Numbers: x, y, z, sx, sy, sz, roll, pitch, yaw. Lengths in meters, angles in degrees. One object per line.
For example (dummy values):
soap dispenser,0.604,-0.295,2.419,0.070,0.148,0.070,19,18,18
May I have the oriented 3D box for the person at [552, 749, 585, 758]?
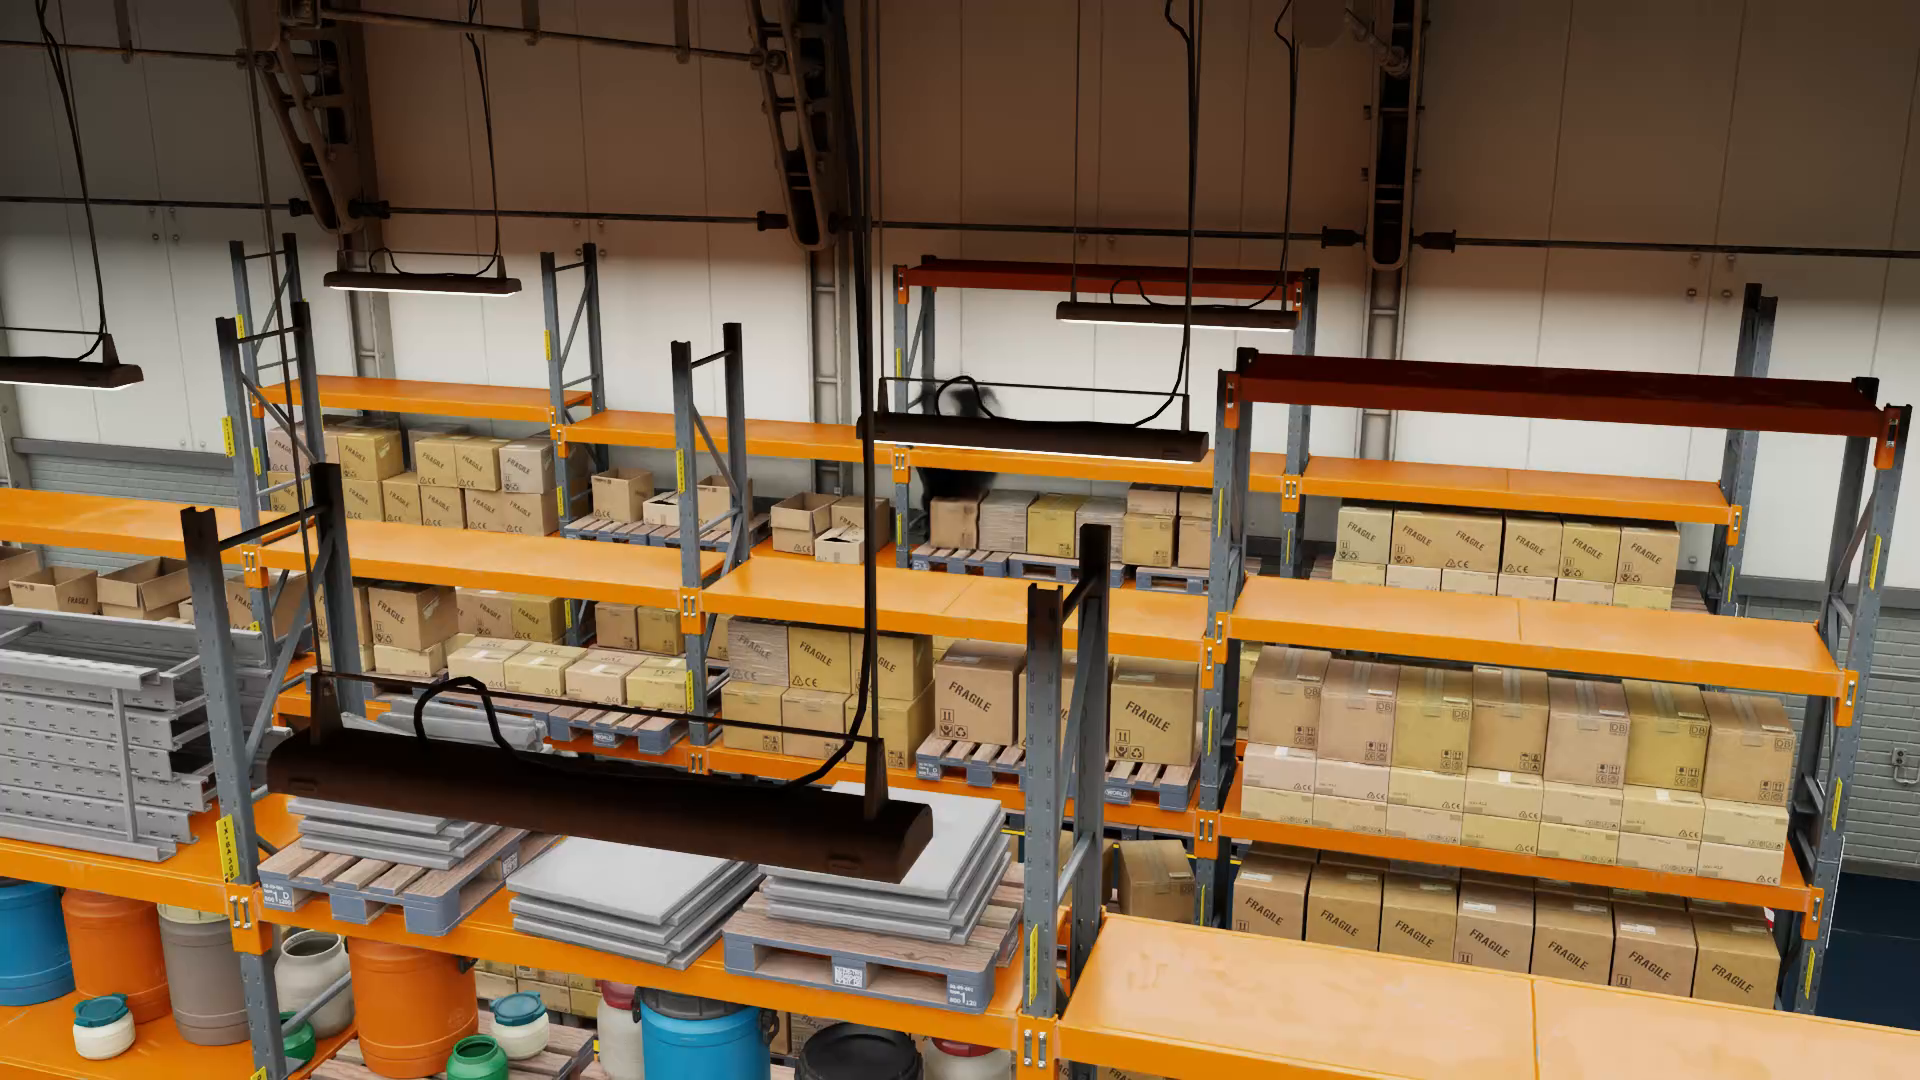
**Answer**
person,-3.858,2.593,16.613,0.828,1.777,0.658,3,16,11
